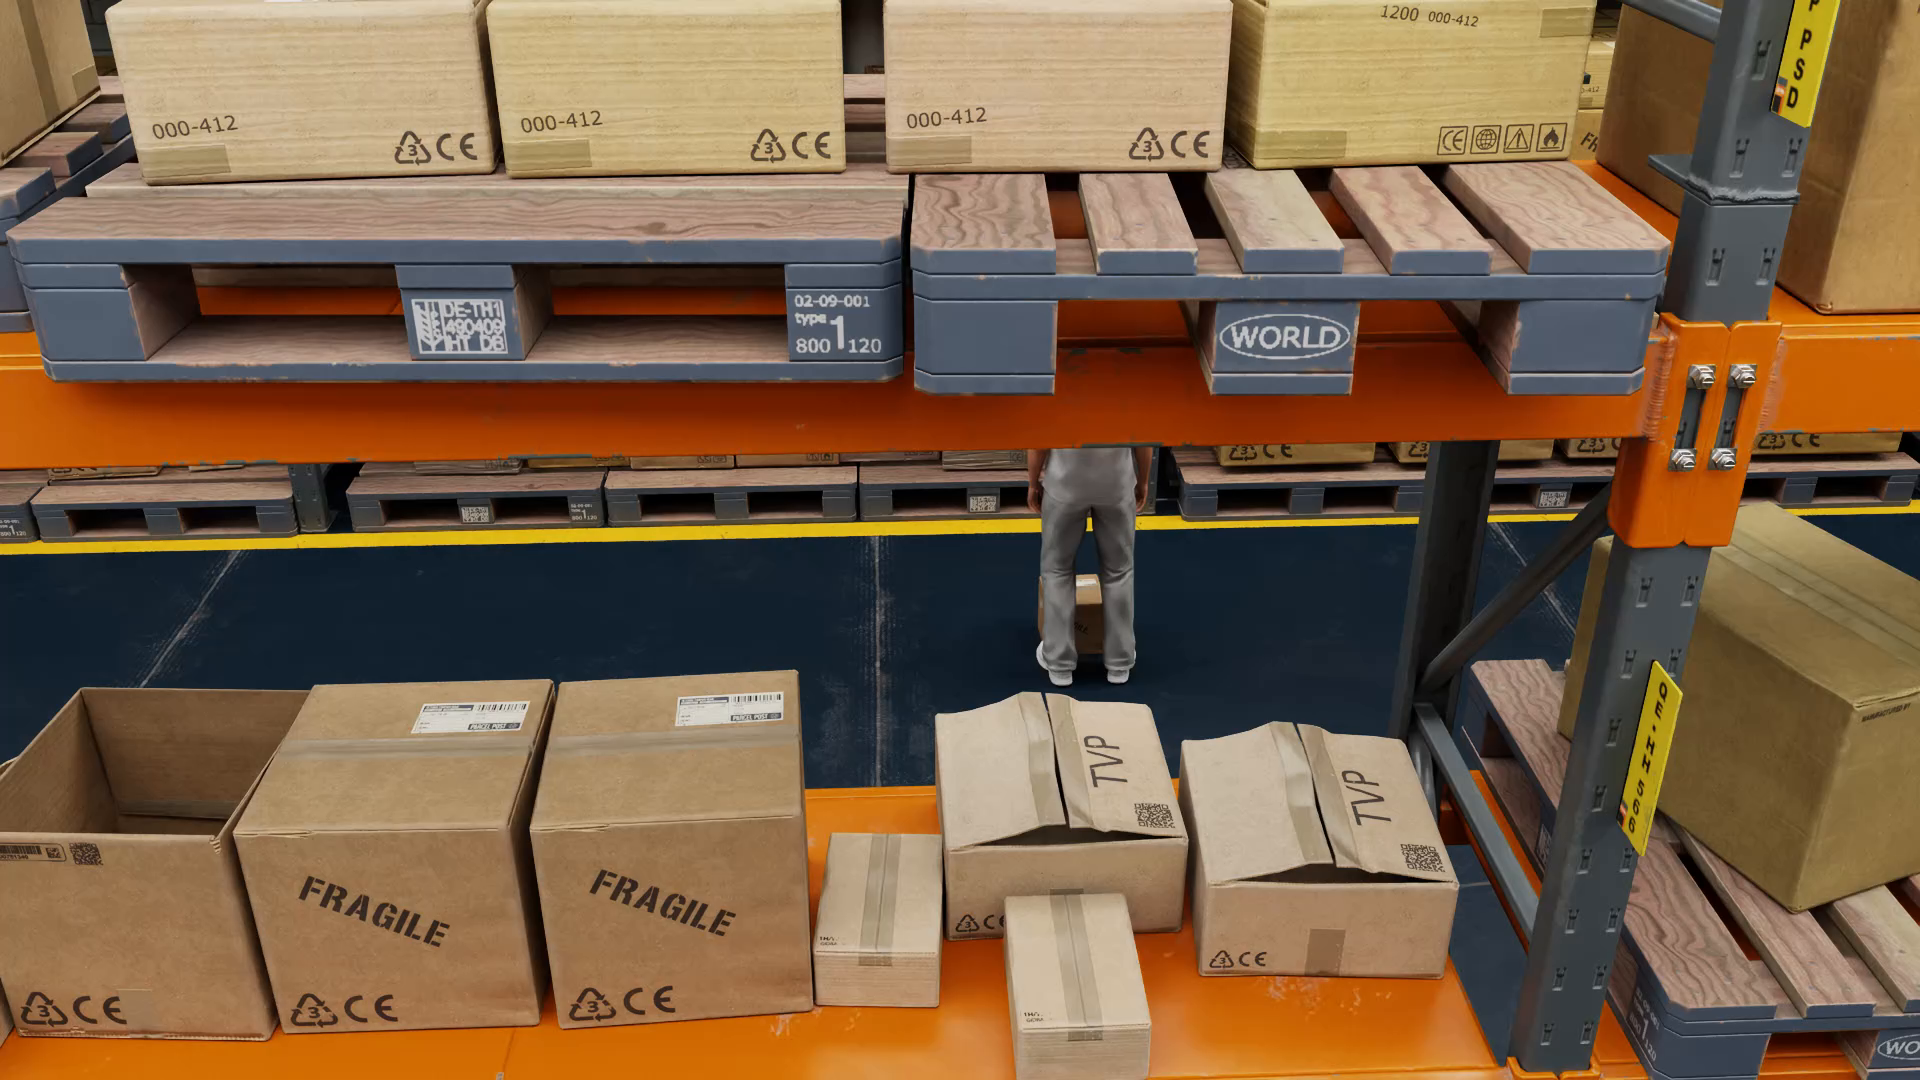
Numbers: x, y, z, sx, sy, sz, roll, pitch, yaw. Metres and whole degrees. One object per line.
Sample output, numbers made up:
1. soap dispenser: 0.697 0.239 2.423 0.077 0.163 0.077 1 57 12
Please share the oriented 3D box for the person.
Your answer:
1. person: 0.501 -0.198 6.499 0.485 1.673 0.359 -1 28 -2
